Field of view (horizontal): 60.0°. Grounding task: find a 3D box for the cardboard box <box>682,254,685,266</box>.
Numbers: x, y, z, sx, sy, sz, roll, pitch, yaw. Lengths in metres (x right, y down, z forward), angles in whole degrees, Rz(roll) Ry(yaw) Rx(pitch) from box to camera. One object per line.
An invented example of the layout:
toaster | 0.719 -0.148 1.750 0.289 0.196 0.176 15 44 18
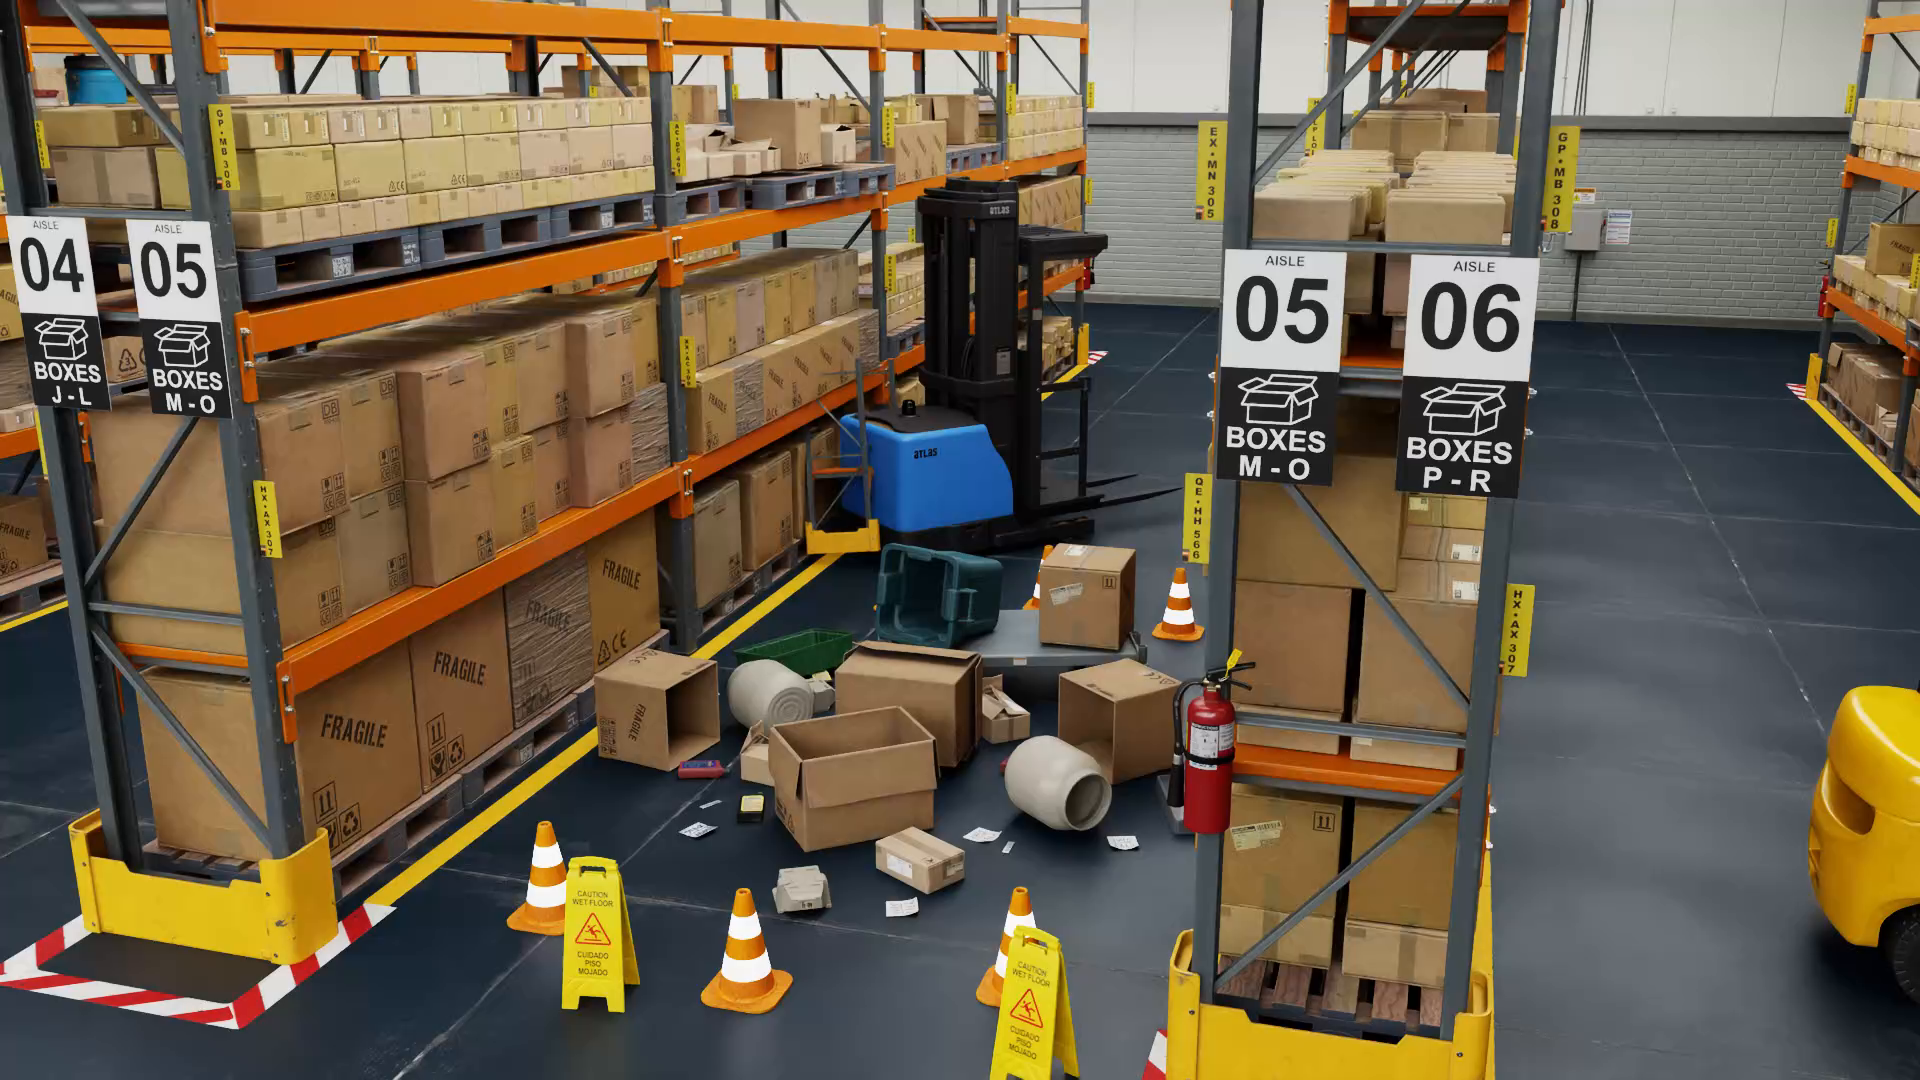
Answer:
cardboard box | -3.804 -3.633 21.602 0.384 0.149 0.255 5 17 18

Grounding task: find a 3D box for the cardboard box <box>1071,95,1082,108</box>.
cardboard box | 1.330 -5.555 21.049 0.380 0.149 0.250 4 16 15

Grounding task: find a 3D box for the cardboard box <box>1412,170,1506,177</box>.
cardboard box | 2.130 -1.497 7.112 0.380 0.149 0.250 5 17 17

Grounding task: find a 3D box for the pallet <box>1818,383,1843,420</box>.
pallet | 10.430 -1.550 18.908 1.003 0.211 1.213 5 16 16

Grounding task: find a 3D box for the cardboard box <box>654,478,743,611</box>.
cardboard box | -2.177 -0.011 11.726 1.050 0.750 0.750 5 16 16

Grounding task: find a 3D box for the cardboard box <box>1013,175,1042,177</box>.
cardboard box | 0.761 -4.437 21.415 0.500 0.500 0.500 5 16 16

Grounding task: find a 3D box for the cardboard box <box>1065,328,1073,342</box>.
cardboard box | 1.266 -2.675 21.674 0.380 0.149 0.250 4 16 14

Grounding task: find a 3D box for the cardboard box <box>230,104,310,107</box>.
cardboard box | -3.344 -2.012 7.973 0.380 0.149 0.250 5 17 16

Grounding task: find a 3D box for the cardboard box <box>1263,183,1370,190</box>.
cardboard box | 1.349 -1.268 6.306 0.380 0.149 0.250 4 16 15

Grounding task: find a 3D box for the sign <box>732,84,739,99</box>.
sign | -3.068 -6.058 22.716 0.100 0.325 0.005 5 16 16

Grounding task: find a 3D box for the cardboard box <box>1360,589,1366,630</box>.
cardboard box | 1.553 0.066 7.372 0.500 0.500 0.500 5 16 16

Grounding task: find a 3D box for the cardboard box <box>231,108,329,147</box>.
cardboard box | -2.932 -1.760 7.086 0.380 0.149 0.250 5 17 16

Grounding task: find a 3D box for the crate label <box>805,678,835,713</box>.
crate label | -0.921 0.954 10.214 0.298 0.136 0.250 -7 17 -23

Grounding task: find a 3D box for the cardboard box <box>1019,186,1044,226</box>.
cardboard box | 0.673 -3.853 19.355 0.500 0.500 0.500 5 17 17

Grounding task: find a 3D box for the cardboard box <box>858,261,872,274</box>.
cardboard box | -1.061 -2.638 16.234 0.380 0.149 0.250 5 17 19

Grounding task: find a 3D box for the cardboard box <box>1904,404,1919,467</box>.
cardboard box | 9.188 -0.964 15.543 0.500 0.500 0.500 5 17 18

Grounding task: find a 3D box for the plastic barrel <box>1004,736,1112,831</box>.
plastic barrel | 0.506 1.263 8.600 0.421 0.421 0.512 -10 19 -32

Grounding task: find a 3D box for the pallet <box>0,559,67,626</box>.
pallet | -7.151 0.387 12.079 1.003 0.211 1.213 5 16 16

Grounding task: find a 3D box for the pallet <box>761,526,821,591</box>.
pallet | -1.776 0.091 13.120 1.003 0.211 1.213 5 16 16

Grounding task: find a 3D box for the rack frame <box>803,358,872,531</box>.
rack frame | -0.965 -0.649 12.974 0.500 1.500 0.032 -3 5 12

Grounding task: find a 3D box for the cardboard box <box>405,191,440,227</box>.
cardboard box | -2.713 -1.577 7.903 0.380 0.149 0.250 5 16 16

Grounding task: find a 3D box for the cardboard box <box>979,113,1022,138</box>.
cardboard box | 0.373 -4.534 18.179 0.500 0.250 0.500 5 17 18

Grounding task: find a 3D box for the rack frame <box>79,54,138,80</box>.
rack frame | -13.081 -7.928 25.290 1.000 3.000 0.127 5 16 16

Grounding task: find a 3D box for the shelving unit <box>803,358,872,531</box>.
shelving unit | -0.864 -0.694 13.438 0.500 1.500 0.985 -3 5 12

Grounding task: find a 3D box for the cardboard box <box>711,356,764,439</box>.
cardboard box | -1.717 -1.019 11.742 0.500 0.500 0.500 5 17 16

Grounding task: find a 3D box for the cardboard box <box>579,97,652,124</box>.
cardboard box | -2.066 -2.558 9.899 0.380 0.149 0.250 4 16 15

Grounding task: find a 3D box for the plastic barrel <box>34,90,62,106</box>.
plastic barrel | -10.247 -4.750 18.563 0.433 0.535 0.433 0 16 0

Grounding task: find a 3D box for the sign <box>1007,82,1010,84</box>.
sign | 0.622 -5.767 21.567 0.100 0.325 0.005 5 16 16

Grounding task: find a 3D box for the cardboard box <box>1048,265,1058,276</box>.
cardboard box | 1.004 -3.370 20.672 0.380 0.149 0.250 4 16 13

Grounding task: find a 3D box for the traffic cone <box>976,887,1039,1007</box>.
traffic cone | 0.256 1.690 7.024 0.336 0.463 0.334 5 16 16

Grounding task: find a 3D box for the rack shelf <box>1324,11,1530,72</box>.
rack shelf | 3.076 -3.236 10.797 1.077 0.370 4.000 5 16 16

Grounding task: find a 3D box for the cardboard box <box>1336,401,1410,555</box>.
cardboard box | 1.457 -0.273 6.734 0.700 0.500 0.500 5 17 16

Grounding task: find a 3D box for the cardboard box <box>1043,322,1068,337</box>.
cardboard box | 1.157 -2.681 21.151 0.380 0.149 0.250 4 16 15

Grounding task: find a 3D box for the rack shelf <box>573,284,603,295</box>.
rack shelf | -5.289 -2.357 17.960 1.077 0.370 4.000 5 16 16

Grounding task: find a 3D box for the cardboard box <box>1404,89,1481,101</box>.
cardboard box | 5.133 -4.556 17.756 0.797 0.503 0.637 6 17 20

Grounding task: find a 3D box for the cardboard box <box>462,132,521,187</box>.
cardboard box | -2.592 -1.942 8.460 0.500 0.250 0.500 5 16 16

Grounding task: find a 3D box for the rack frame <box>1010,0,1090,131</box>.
rack frame | 1.143 -6.748 21.129 1.000 3.000 0.127 5 16 16

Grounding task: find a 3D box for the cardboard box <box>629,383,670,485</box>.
cardboard box | -2.361 -0.697 10.515 0.875 0.550 0.550 5 16 16

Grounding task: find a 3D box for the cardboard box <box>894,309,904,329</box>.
cardboard box | -0.734 -2.021 15.150 0.380 0.149 0.250 5 17 19

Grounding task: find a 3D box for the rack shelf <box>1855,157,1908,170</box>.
rack shelf | 10.109 -3.788 17.151 0.919 0.124 3.809 5 16 16

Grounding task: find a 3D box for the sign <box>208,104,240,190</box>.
sign | -2.874 -1.533 6.492 0.100 0.325 0.005 5 16 16

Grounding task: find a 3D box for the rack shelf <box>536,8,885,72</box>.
rack shelf | -1.699 -3.593 12.058 1.077 0.370 4.000 5 16 16

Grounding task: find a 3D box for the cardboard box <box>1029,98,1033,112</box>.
cardboard box | 0.619 -4.948 18.909 0.380 0.149 0.250 4 16 14

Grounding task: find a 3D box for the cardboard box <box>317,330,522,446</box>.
cardboard box | -2.878 -0.797 8.889 0.875 0.550 0.500 5 16 16

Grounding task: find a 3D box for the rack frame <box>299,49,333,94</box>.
rack frame | -5.854 -5.066 15.198 0.949 2.616 0.053 5 16 16

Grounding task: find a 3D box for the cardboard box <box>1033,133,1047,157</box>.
cardboard box | 0.691 -4.553 19.163 0.500 0.250 0.500 5 17 18

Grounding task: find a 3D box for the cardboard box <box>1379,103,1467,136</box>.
cardboard box | 3.606 -3.216 13.216 0.797 0.503 0.637 4 16 12

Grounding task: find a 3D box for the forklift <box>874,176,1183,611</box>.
forklift | 0.484 -1.347 13.208 3.733 2.935 2.033 -10 19 -32

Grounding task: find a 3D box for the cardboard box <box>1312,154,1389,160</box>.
cardboard box | 1.975 -1.875 8.444 0.380 0.149 0.250 4 16 14

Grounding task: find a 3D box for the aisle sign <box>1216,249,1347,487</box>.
aisle sign | 1.075 -0.575 5.596 0.394 0.787 0.004 5 16 16

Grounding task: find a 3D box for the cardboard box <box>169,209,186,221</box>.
cardboard box | -3.562 -1.427 7.375 0.380 0.149 0.250 5 17 16

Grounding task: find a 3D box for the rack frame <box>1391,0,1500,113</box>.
rack frame | 4.781 -5.344 16.179 1.000 3.000 0.127 5 16 16

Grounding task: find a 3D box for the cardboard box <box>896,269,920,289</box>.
cardboard box | -0.590 -2.446 15.555 0.380 0.149 0.250 4 16 14

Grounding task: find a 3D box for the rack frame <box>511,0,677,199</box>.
rack frame | -2.267 -3.608 10.060 1.000 3.000 0.127 5 16 16

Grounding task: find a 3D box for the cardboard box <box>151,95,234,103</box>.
cardboard box | -6.521 -3.544 14.230 0.500 0.500 0.500 4 16 14

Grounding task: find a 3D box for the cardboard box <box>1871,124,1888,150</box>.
cardboard box | 10.007 -4.272 17.626 0.500 0.250 0.500 4 16 14

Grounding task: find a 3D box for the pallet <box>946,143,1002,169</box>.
pallet | 3.324 -2.576 12.170 11.154 0.261 9.239 5 16 16

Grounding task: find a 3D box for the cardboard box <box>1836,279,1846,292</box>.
cardboard box | 10.321 -2.935 19.140 0.380 0.149 0.250 4 16 15

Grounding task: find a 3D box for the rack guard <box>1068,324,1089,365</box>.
rack guard | 1.121 -2.639 22.218 1.175 0.500 0.348 5 16 16
